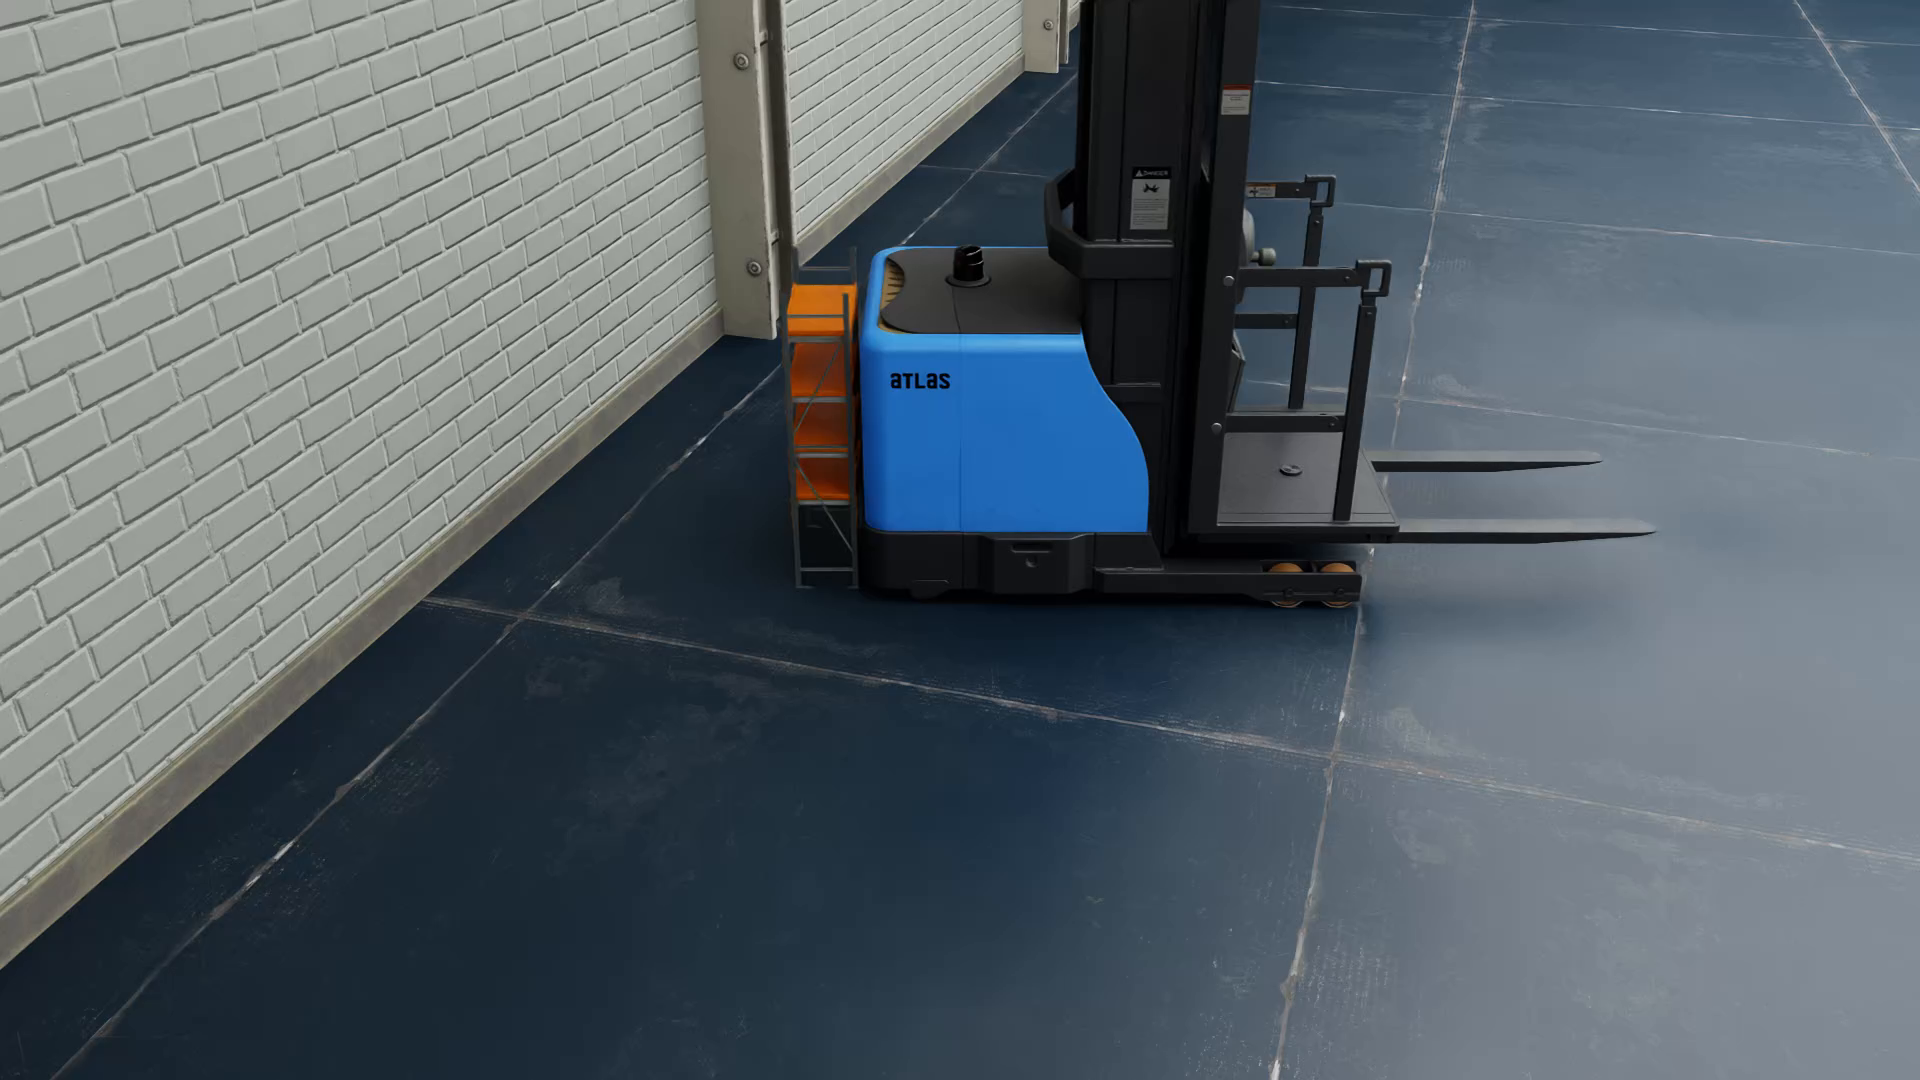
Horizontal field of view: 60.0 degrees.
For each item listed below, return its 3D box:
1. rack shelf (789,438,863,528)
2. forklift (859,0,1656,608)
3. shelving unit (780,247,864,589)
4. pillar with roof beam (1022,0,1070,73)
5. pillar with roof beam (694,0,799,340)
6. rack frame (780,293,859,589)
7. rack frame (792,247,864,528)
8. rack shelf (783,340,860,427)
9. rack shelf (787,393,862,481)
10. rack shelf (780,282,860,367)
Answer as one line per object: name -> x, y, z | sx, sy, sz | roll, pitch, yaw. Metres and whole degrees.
rack shelf -> -0.512, -0.226, 6.468 | 0.258, 0.148, 0.480 | 0, 29, 0
forklift -> 1.147, -1.285, 6.044 | 3.031, 2.935, 1.130 | 0, 29, 0
shelving unit -> -0.512, -0.458, 6.339 | 0.258, 1.200, 0.503 | 0, 29, 0
pillar with roof beam -> 4.818, -7.257, 10.538 | 9.100, 9.000, 0.400 | 8, 30, 15
pillar with roof beam -> 3.057, -4.468, 5.525 | 9.100, 9.000, 0.400 | 8, 30, 15
rack frame -> -0.511, -0.339, 6.126 | 0.240, 1.200, 0.015 | 0, 29, 0
rack frame -> -0.513, -0.577, 6.552 | 0.240, 1.200, 0.015 | 0, 29, 0
rack shelf -> -0.512, -0.595, 6.263 | 0.258, 0.148, 0.480 | 0, 29, 0
rack shelf -> -0.512, -0.399, 6.372 | 0.258, 0.148, 0.480 | 0, 29, 0
rack shelf -> -0.512, -0.801, 6.148 | 0.258, 0.148, 0.480 | 0, 29, 0
